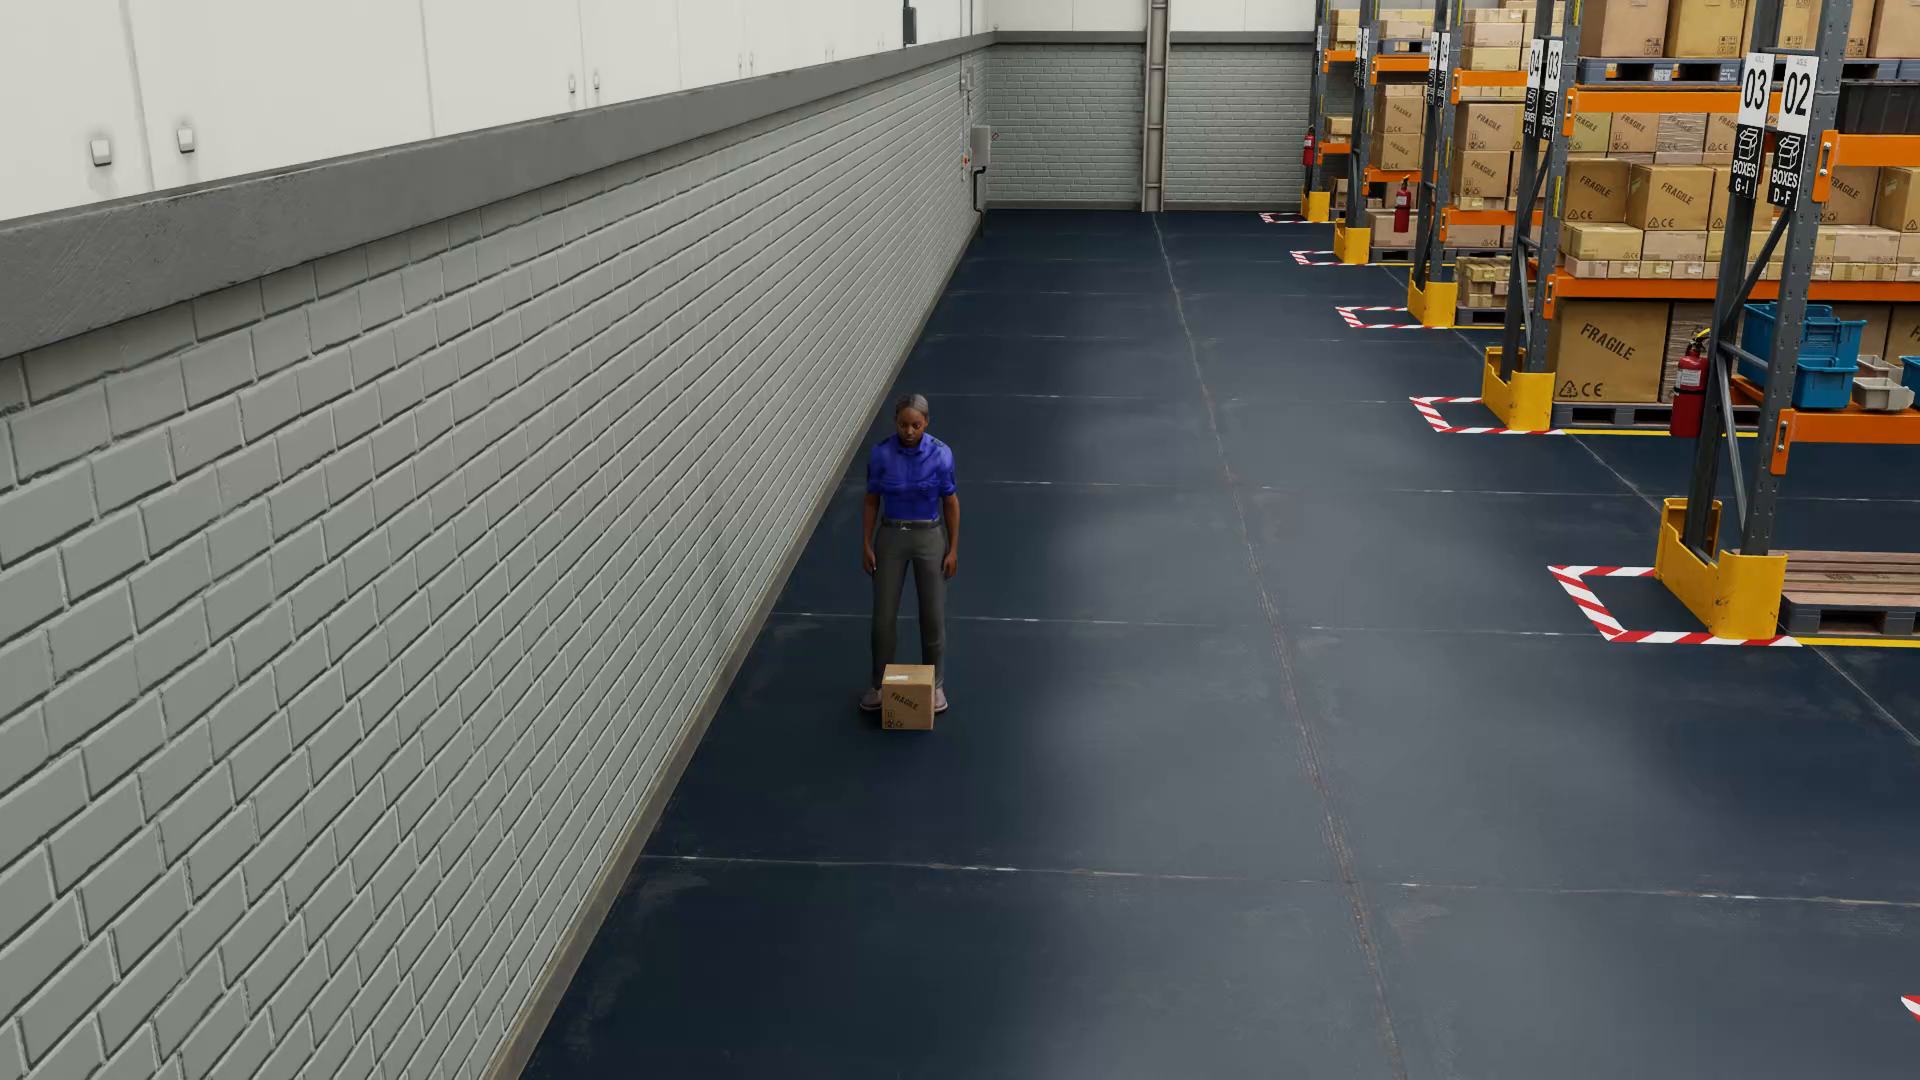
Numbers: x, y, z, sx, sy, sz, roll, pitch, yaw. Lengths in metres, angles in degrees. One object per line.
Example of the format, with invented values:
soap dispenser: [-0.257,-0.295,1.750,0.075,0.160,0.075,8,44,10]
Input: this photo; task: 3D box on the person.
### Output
person: [-0.256,0.058,8.400,0.503,1.639,0.350,1,18,4]
